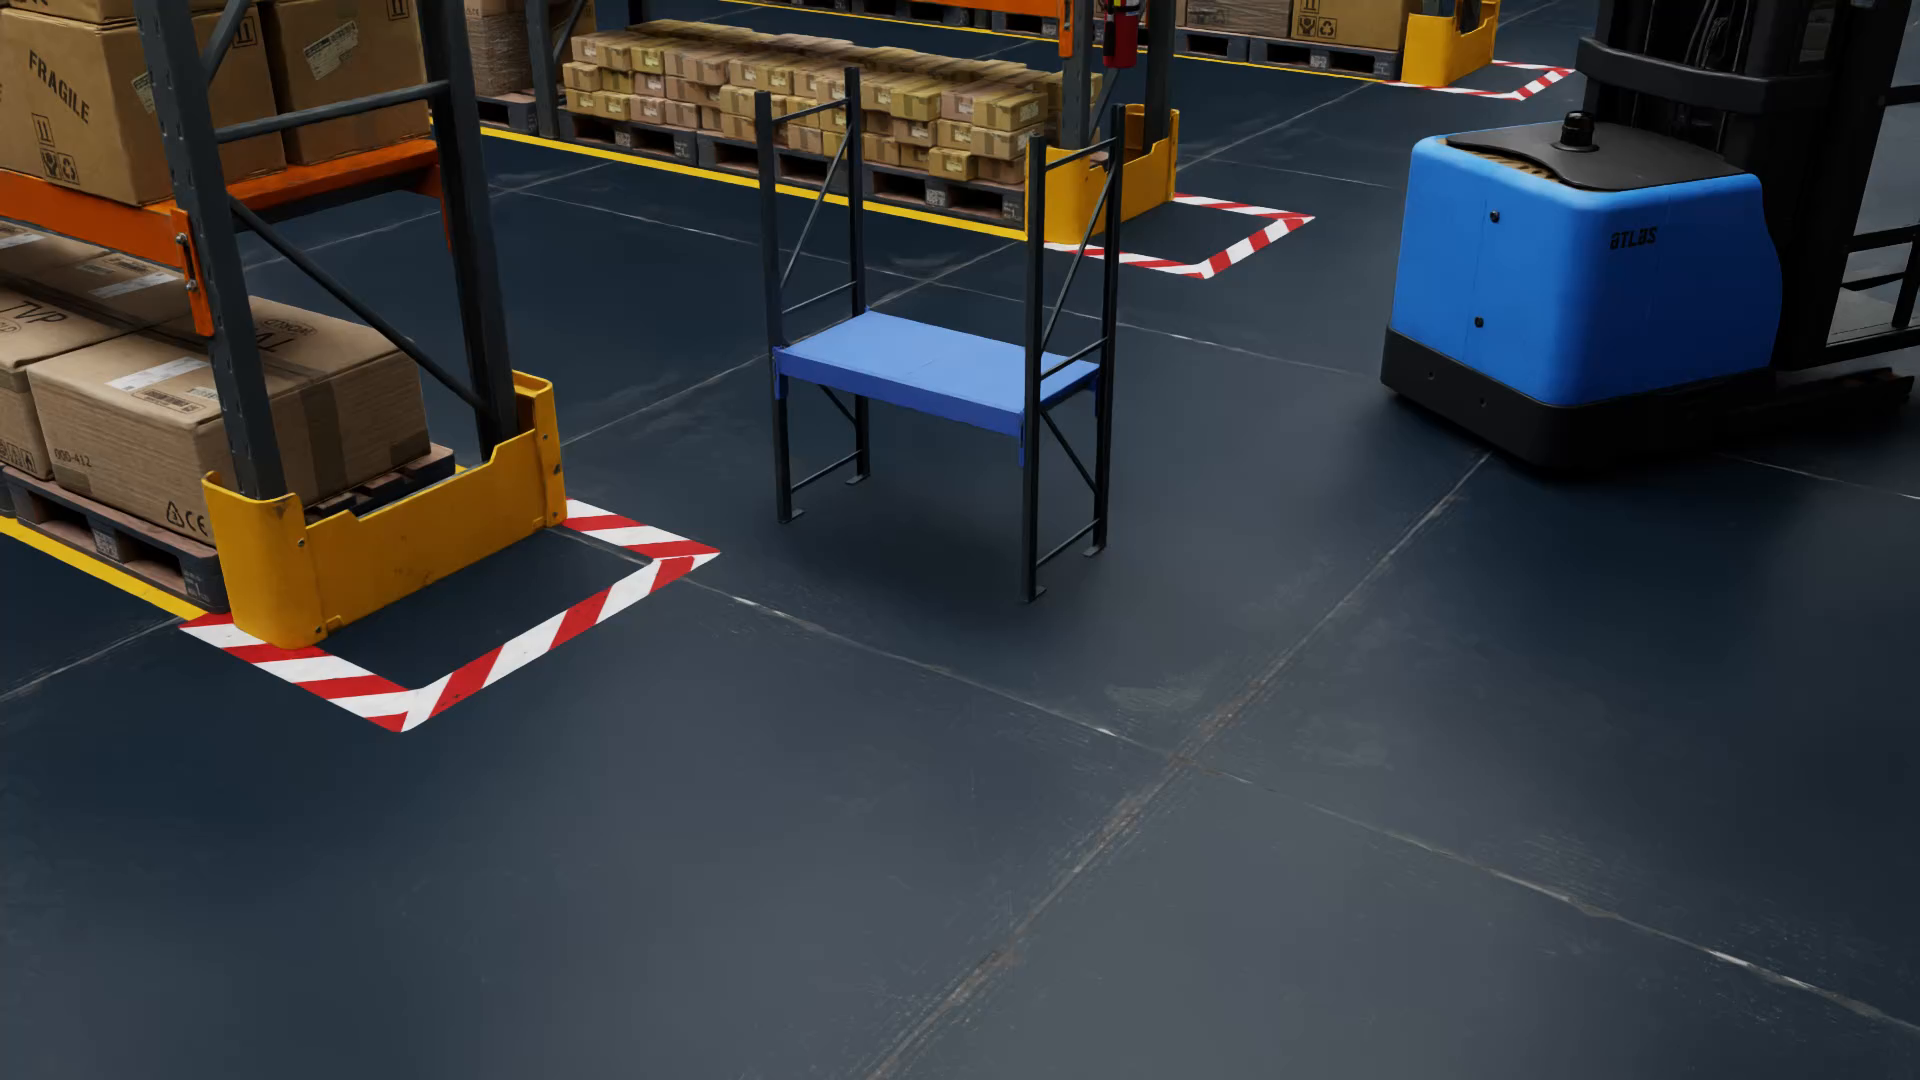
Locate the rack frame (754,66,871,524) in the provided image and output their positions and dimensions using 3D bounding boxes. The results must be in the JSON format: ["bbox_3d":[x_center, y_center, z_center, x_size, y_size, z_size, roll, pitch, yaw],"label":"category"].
[{"bbox_3d":[-0.489,-0.821,5.709,0.032,1.500,0.500,17,32,30],"label":"rack frame"}]

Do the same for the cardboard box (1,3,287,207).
[{"bbox_3d":[-2.409,-1.327,4.939,0.500,0.500,0.500,18,32,31],"label":"cardboard box"}]

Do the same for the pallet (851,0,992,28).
[{"bbox_3d":[-0.226,-4.916,15.178,1.213,0.211,1.003,17,32,30],"label":"pallet"}]

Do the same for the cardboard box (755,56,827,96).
[{"bbox_3d":[-0.999,-2.766,9.902,0.250,0.149,0.380,17,32,31],"label":"cardboard box"}]

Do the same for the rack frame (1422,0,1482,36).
[{"bbox_3d":[3.750,-4.962,12.193,0.127,3.000,1.000,17,32,30],"label":"rack frame"}]

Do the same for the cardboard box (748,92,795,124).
[{"bbox_3d":[-1.045,-2.606,9.915,0.250,0.149,0.380,18,32,31],"label":"cardboard box"}]

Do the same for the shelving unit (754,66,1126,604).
[{"bbox_3d":[-0.070,-0.690,5.453,1.048,1.500,0.538,17,32,30],"label":"shelving unit"}]

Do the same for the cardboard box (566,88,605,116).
[{"bbox_3d":[-2.321,-2.864,10.750,0.250,0.149,0.380,16,31,28],"label":"cardboard box"}]

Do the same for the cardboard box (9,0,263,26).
[{"bbox_3d":[-2.393,-1.782,4.732,0.500,0.500,0.500,18,32,32],"label":"cardboard box"}]

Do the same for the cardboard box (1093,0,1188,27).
[{"bbox_3d":[1.693,-4.799,13.752,0.875,0.875,0.875,17,32,30],"label":"cardboard box"}]

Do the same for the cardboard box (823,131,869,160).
[{"bbox_3d":[-0.589,-2.336,9.714,0.250,0.149,0.380,16,31,28],"label":"cardboard box"}]

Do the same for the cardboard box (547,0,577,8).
[{"bbox_3d":[-2.899,-3.857,11.487,0.500,0.250,0.500,16,31,28],"label":"cardboard box"}]

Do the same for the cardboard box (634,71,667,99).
[{"bbox_3d":[-1.841,-2.917,10.526,0.250,0.149,0.380,17,32,30],"label":"cardboard box"}]

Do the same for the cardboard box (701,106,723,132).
[{"bbox_3d":[-1.388,-2.649,10.327,0.250,0.149,0.380,16,31,28],"label":"cardboard box"}]

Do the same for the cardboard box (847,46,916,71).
[{"bbox_3d":[-0.477,-2.908,10.180,0.250,0.149,0.380,18,32,31],"label":"cardboard box"}]

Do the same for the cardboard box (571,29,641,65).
[{"bbox_3d":[-2.272,-3.177,10.709,0.250,0.149,0.380,19,32,32],"label":"cardboard box"}]

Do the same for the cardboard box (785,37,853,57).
[{"bbox_3d":[-0.882,-3.041,10.443,0.250,0.149,0.380,16,31,29],"label":"cardboard box"}]

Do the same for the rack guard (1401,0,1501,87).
[{"bbox_3d":[3.769,-3.842,12.748,0.348,0.500,1.175,17,32,30],"label":"rack guard"}]

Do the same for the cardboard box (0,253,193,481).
[{"bbox_3d":[-3.221,-0.666,6.114,0.875,0.438,0.875,18,32,32],"label":"cardboard box"}]

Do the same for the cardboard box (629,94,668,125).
[{"bbox_3d":[-1.867,-2.751,10.529,0.250,0.149,0.380,17,32,30],"label":"cardboard box"}]

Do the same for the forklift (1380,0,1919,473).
[{"bbox_3d":[3.301,-1.992,6.432,3.031,2.935,1.130,-12,29,-22],"label":"forklift"}]

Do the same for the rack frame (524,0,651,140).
[{"bbox_3d":[-2.439,-4.161,10.619,0.127,3.000,1.000,17,32,30],"label":"rack frame"}]

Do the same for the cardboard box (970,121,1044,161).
[{"bbox_3d":[0.262,-2.212,9.141,0.250,0.149,0.380,16,31,29],"label":"cardboard box"}]

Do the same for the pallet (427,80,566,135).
[{"bbox_3d":[-3.082,-3.117,11.643,1.213,0.211,1.003,17,32,30],"label":"pallet"}]

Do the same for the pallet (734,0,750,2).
[{"bbox_3d":[-2.237,-5.543,16.409,1.213,0.211,1.003,17,32,30],"label":"pallet"}]

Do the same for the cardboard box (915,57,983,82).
[{"bbox_3d":[-0.063,-2.748,9.867,0.250,0.149,0.380,16,31,28],"label":"cardboard box"}]

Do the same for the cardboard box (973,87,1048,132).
[{"bbox_3d":[0.278,-2.357,9.098,0.250,0.149,0.380,18,32,31],"label":"cardboard box"}]

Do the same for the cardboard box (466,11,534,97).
[{"bbox_3d":[-3.192,-3.330,11.279,0.500,0.500,0.500,17,31,29],"label":"cardboard box"}]

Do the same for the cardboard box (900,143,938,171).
[{"bbox_3d":[-0.132,-2.236,9.516,0.250,0.149,0.380,17,32,30],"label":"cardboard box"}]

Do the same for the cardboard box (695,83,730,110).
[{"bbox_3d":[-1.406,-2.767,10.232,0.250,0.149,0.380,19,33,33],"label":"cardboard box"}]

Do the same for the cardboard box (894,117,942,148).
[{"bbox_3d":[-0.168,-2.344,9.402,0.250,0.149,0.380,16,31,28],"label":"cardboard box"}]

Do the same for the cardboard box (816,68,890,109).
[{"bbox_3d":[-0.612,-2.600,9.576,0.250,0.149,0.380,19,32,32],"label":"cardboard box"}]

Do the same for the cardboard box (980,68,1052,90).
[{"bbox_3d":[0.323,-2.603,9.582,0.250,0.149,0.380,18,32,31],"label":"cardboard box"}]

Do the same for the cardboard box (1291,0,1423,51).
[{"bbox_3d":[3.177,-4.337,12.844,0.875,0.875,0.875,17,32,30],"label":"cardboard box"}]

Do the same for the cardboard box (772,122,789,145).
[{"bbox_3d":[-0.969,-2.507,10.049,0.250,0.149,0.380,18,32,32],"label":"cardboard box"}]

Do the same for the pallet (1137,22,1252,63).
[{"bbox_3d":[2.045,-4.209,13.788,1.213,0.211,1.003,17,32,30],"label":"pallet"}]

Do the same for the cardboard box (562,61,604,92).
[{"bbox_3d":[-2.321,-2.997,10.685,0.250,0.149,0.380,19,33,33],"label":"cardboard box"}]

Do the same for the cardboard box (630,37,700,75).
[{"bbox_3d":[-1.842,-3.037,10.435,0.250,0.149,0.380,17,31,30],"label":"cardboard box"}]

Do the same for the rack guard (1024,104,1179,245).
[{"bbox_3d":[0.796,-2.039,9.206,0.348,0.500,1.175,17,32,30],"label":"rack guard"}]

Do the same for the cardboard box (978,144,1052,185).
[{"bbox_3d":[0.306,-2.107,9.264,0.250,0.149,0.380,18,32,31],"label":"cardboard box"}]

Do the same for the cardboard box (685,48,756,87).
[{"bbox_3d":[-1.451,-2.883,10.132,0.250,0.149,0.380,18,32,31],"label":"cardboard box"}]

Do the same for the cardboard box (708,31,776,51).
[{"bbox_3d":[-1.386,-3.141,10.638,0.250,0.149,0.380,18,32,32],"label":"cardboard box"}]

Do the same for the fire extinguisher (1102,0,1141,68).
[{"bbox_3d":[0.804,-2.696,8.236,0.183,0.674,0.296,17,32,30],"label":"fire extinguisher"}]

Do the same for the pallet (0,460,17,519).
[{"bbox_3d":[-3.566,-0.504,6.508,1.213,0.211,1.003,17,32,30],"label":"pallet"}]

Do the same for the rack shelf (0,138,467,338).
[{"bbox_3d":[-3.510,-1.450,6.085,4.000,0.370,1.077,17,32,30],"label":"rack shelf"}]

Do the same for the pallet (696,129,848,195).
[{"bbox_3d":[-0.856,-2.446,10.323,1.213,0.211,1.003,17,32,30],"label":"pallet"}]

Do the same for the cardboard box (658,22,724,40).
[{"bbox_3d":[-1.765,-3.298,10.947,0.250,0.149,0.380,18,32,31],"label":"cardboard box"}]

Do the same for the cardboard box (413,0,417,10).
[{"bbox_3d":[-3.612,-3.802,11.380,0.500,0.250,0.500,19,33,33],"label":"cardboard box"}]

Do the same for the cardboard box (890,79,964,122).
[{"bbox_3d":[-0.182,-2.462,9.304,0.250,0.149,0.380,17,31,29],"label":"cardboard box"}]

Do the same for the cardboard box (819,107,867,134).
[{"bbox_3d":[-0.602,-2.473,9.654,0.250,0.149,0.380,18,32,31],"label":"cardboard box"}]
